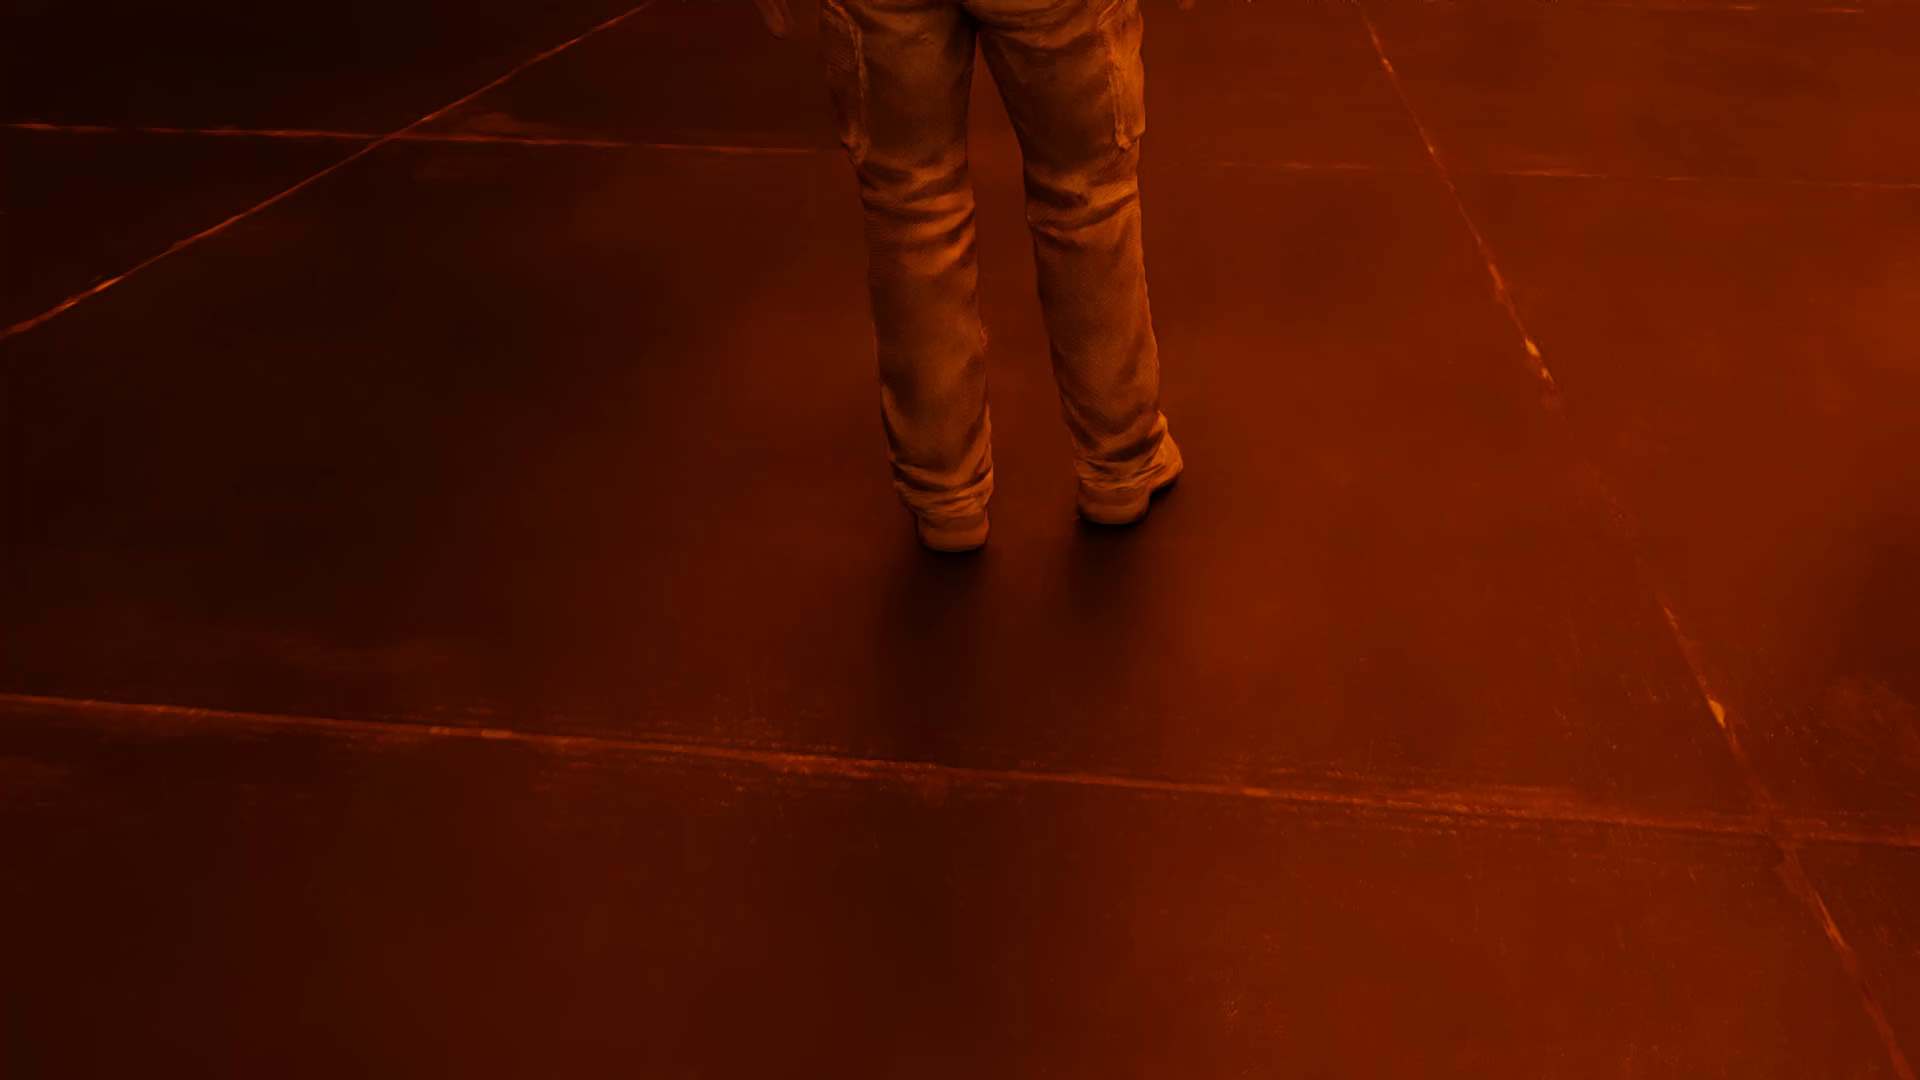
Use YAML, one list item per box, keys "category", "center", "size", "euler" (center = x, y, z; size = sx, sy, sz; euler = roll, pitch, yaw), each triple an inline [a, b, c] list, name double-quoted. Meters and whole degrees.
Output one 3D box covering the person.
- category: "person"
  center: [0.018, -0.834, 2.163]
  size: [0.654, 1.777, 0.575]
  euler: [3, 27, 7]
